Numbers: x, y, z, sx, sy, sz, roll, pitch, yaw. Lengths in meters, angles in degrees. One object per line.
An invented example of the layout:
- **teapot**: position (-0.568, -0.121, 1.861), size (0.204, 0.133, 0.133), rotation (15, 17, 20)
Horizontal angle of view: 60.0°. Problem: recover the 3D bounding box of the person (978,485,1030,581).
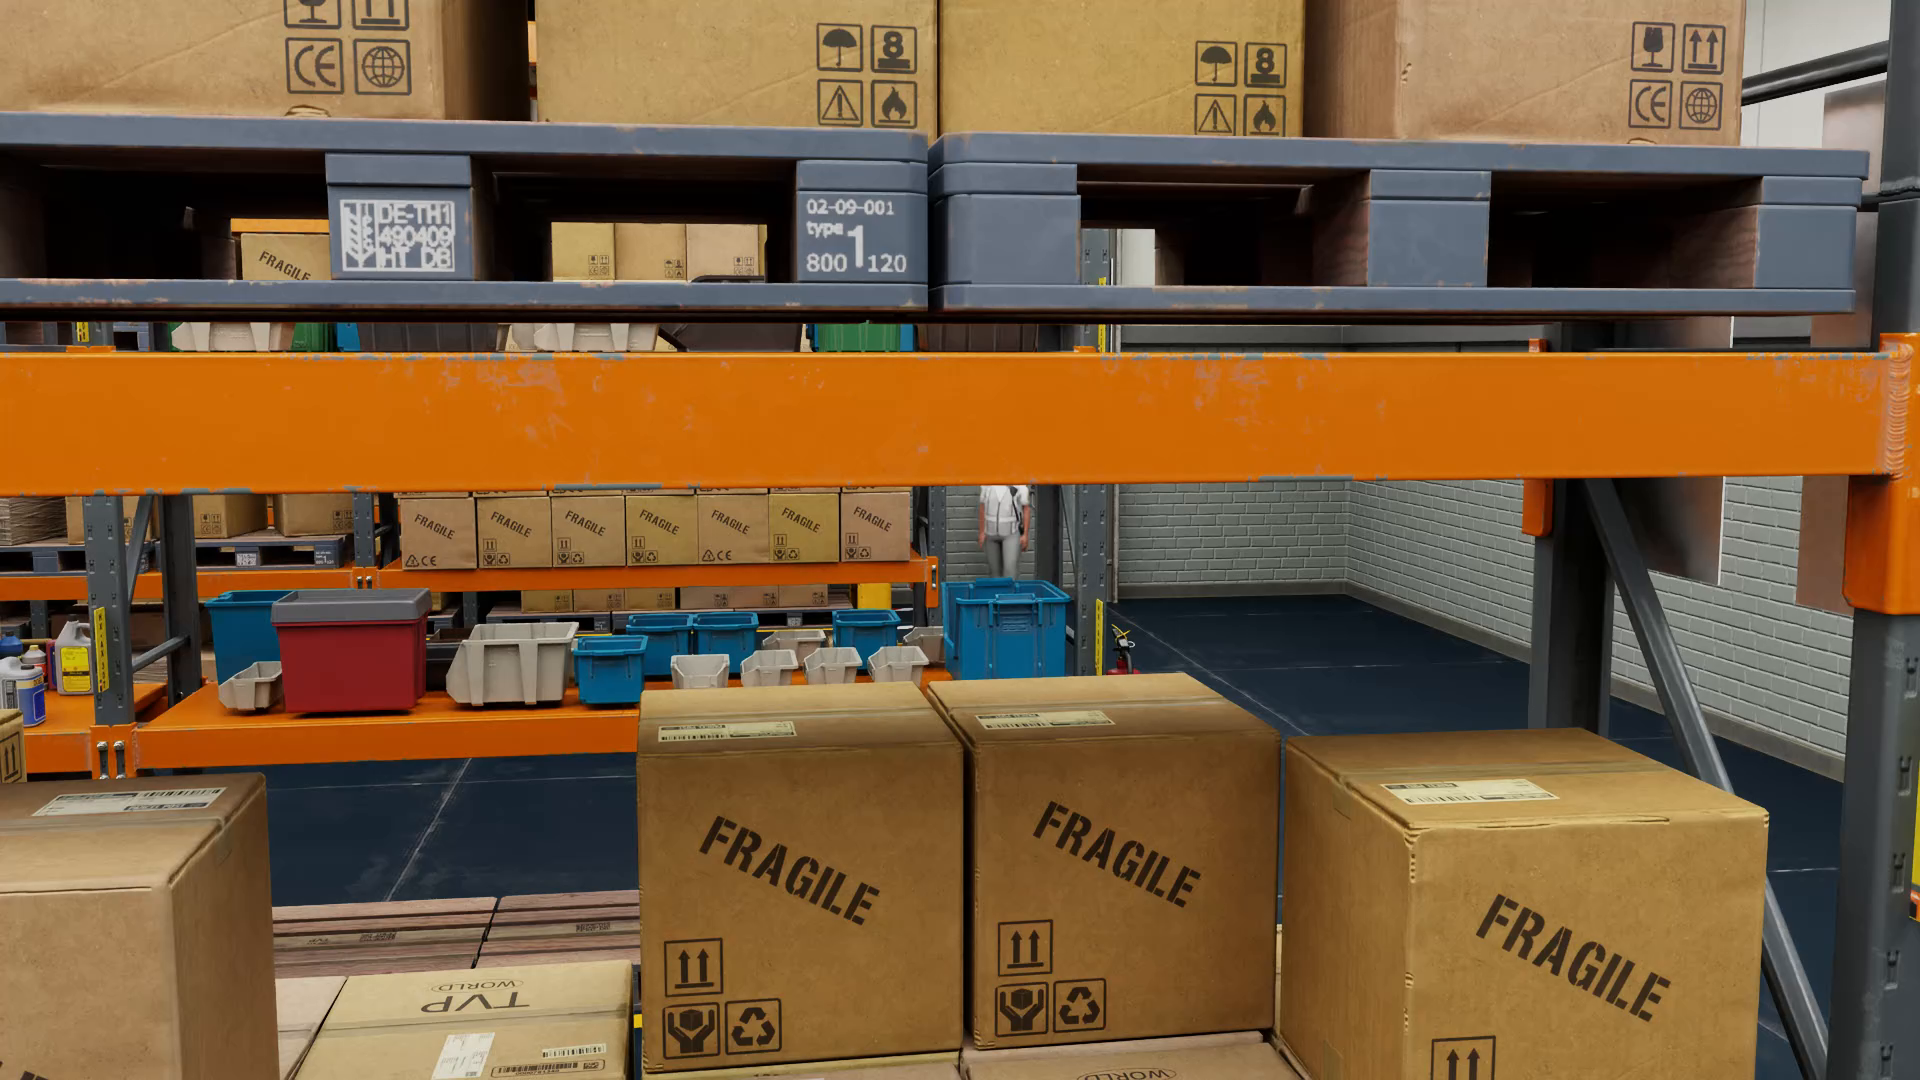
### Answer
- **person**: position (0.468, -0.076, 17.846), size (0.569, 1.747, 0.586), rotation (2, 7, 19)
